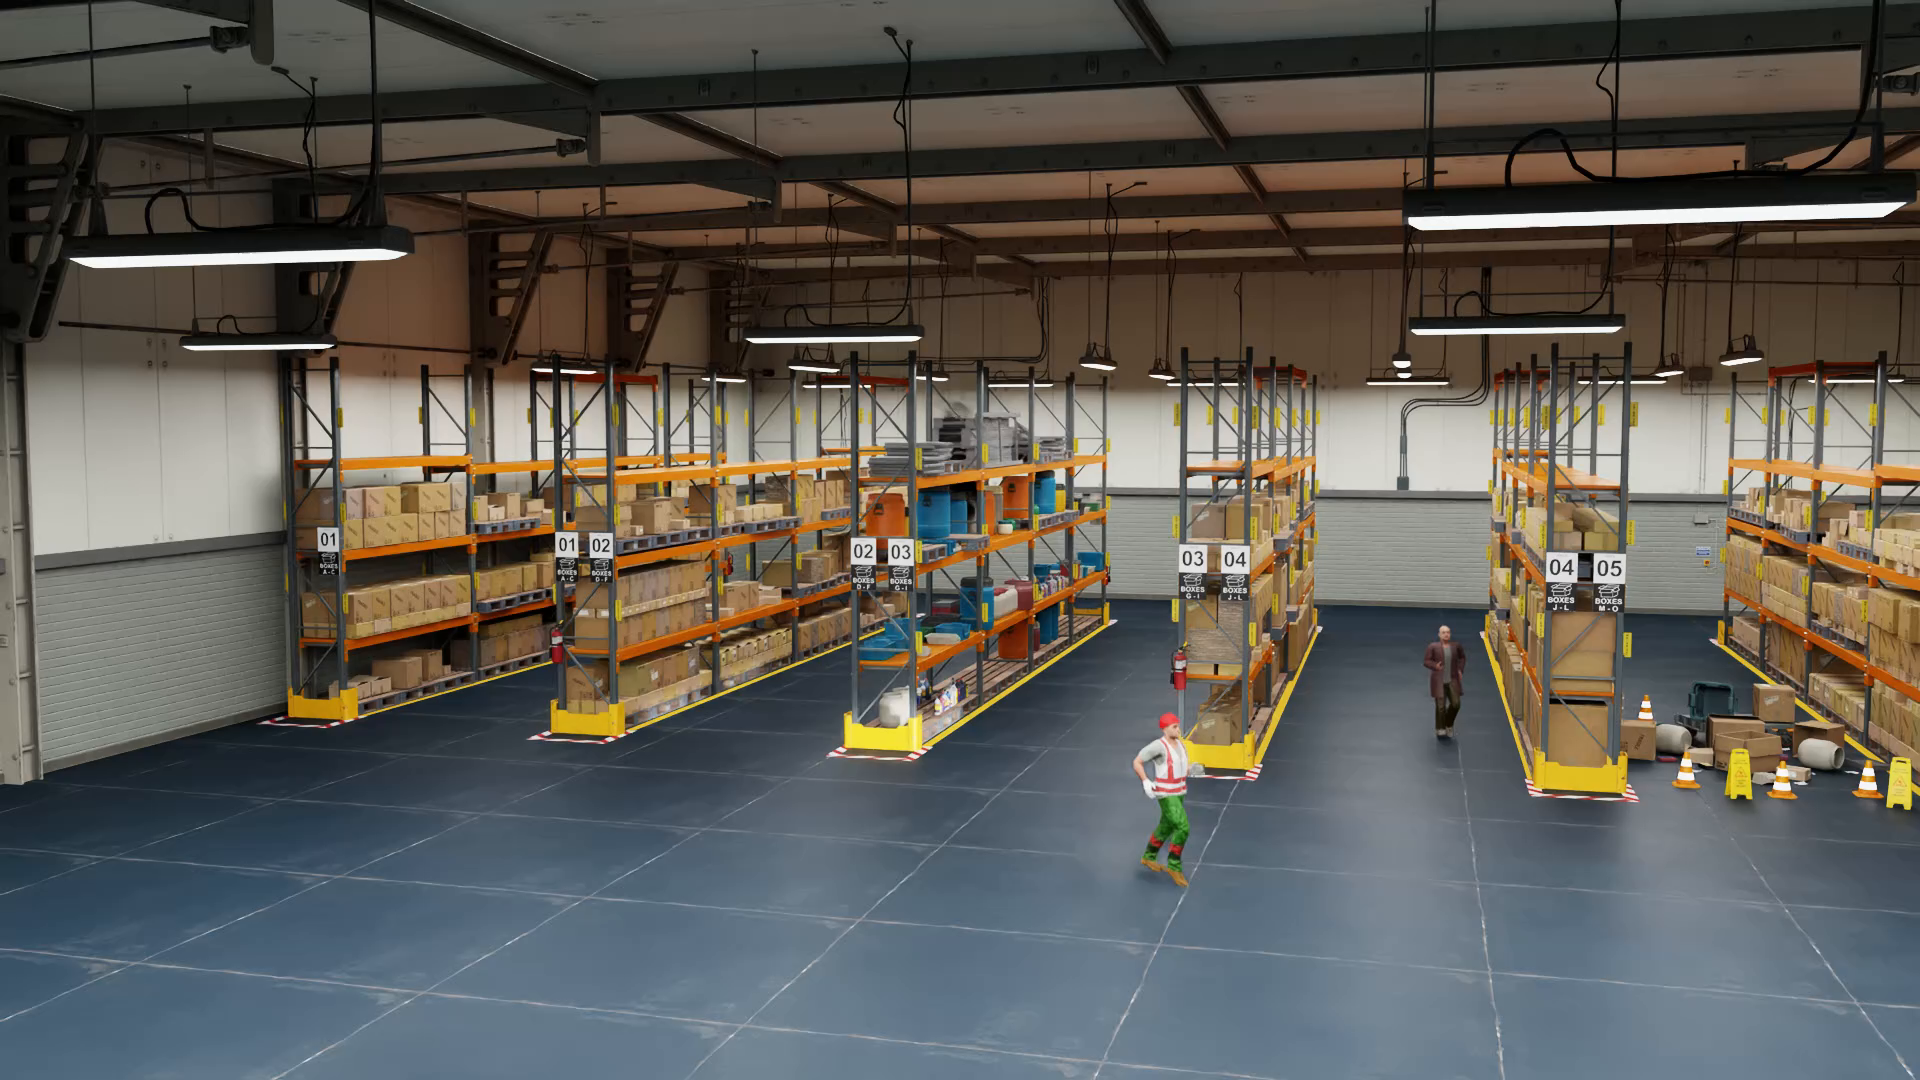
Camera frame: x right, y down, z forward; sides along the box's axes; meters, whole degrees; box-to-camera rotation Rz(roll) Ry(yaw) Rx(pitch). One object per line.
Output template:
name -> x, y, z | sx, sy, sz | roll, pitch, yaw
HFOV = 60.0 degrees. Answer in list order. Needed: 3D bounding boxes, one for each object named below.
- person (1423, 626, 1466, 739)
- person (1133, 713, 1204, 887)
person -> 7.575, 2.226, 25.895 | 0.693, 1.767, 0.680 | 0, 4, 5
person -> 2.267, 2.790, 17.968 | 0.774, 1.846, 0.643 | 3, 5, 37
